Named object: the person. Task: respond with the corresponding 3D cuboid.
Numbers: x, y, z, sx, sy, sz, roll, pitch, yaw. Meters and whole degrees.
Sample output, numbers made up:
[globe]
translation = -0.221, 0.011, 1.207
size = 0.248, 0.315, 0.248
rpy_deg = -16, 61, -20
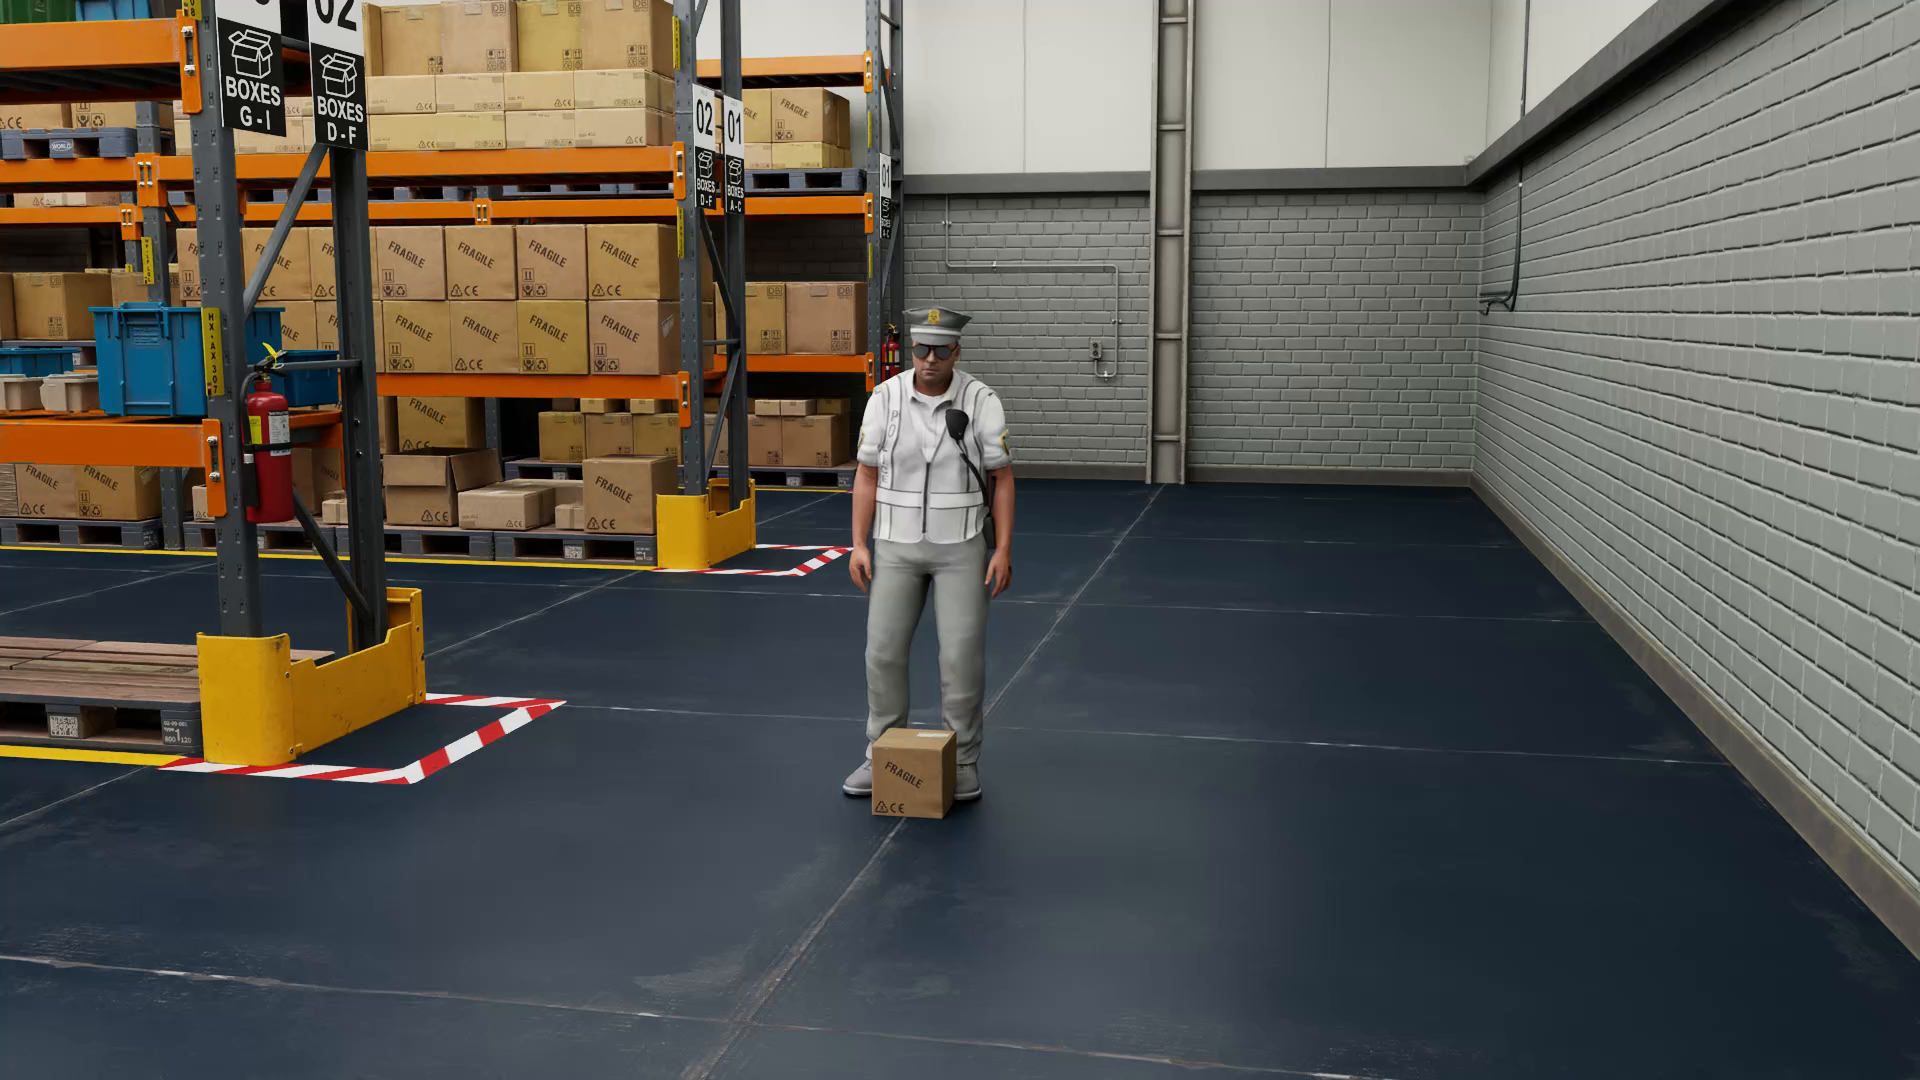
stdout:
[person]
translation = -0.106, 0.037, 6.006
size = 0.606, 1.751, 0.438
rpy_deg = 1, 8, 8
